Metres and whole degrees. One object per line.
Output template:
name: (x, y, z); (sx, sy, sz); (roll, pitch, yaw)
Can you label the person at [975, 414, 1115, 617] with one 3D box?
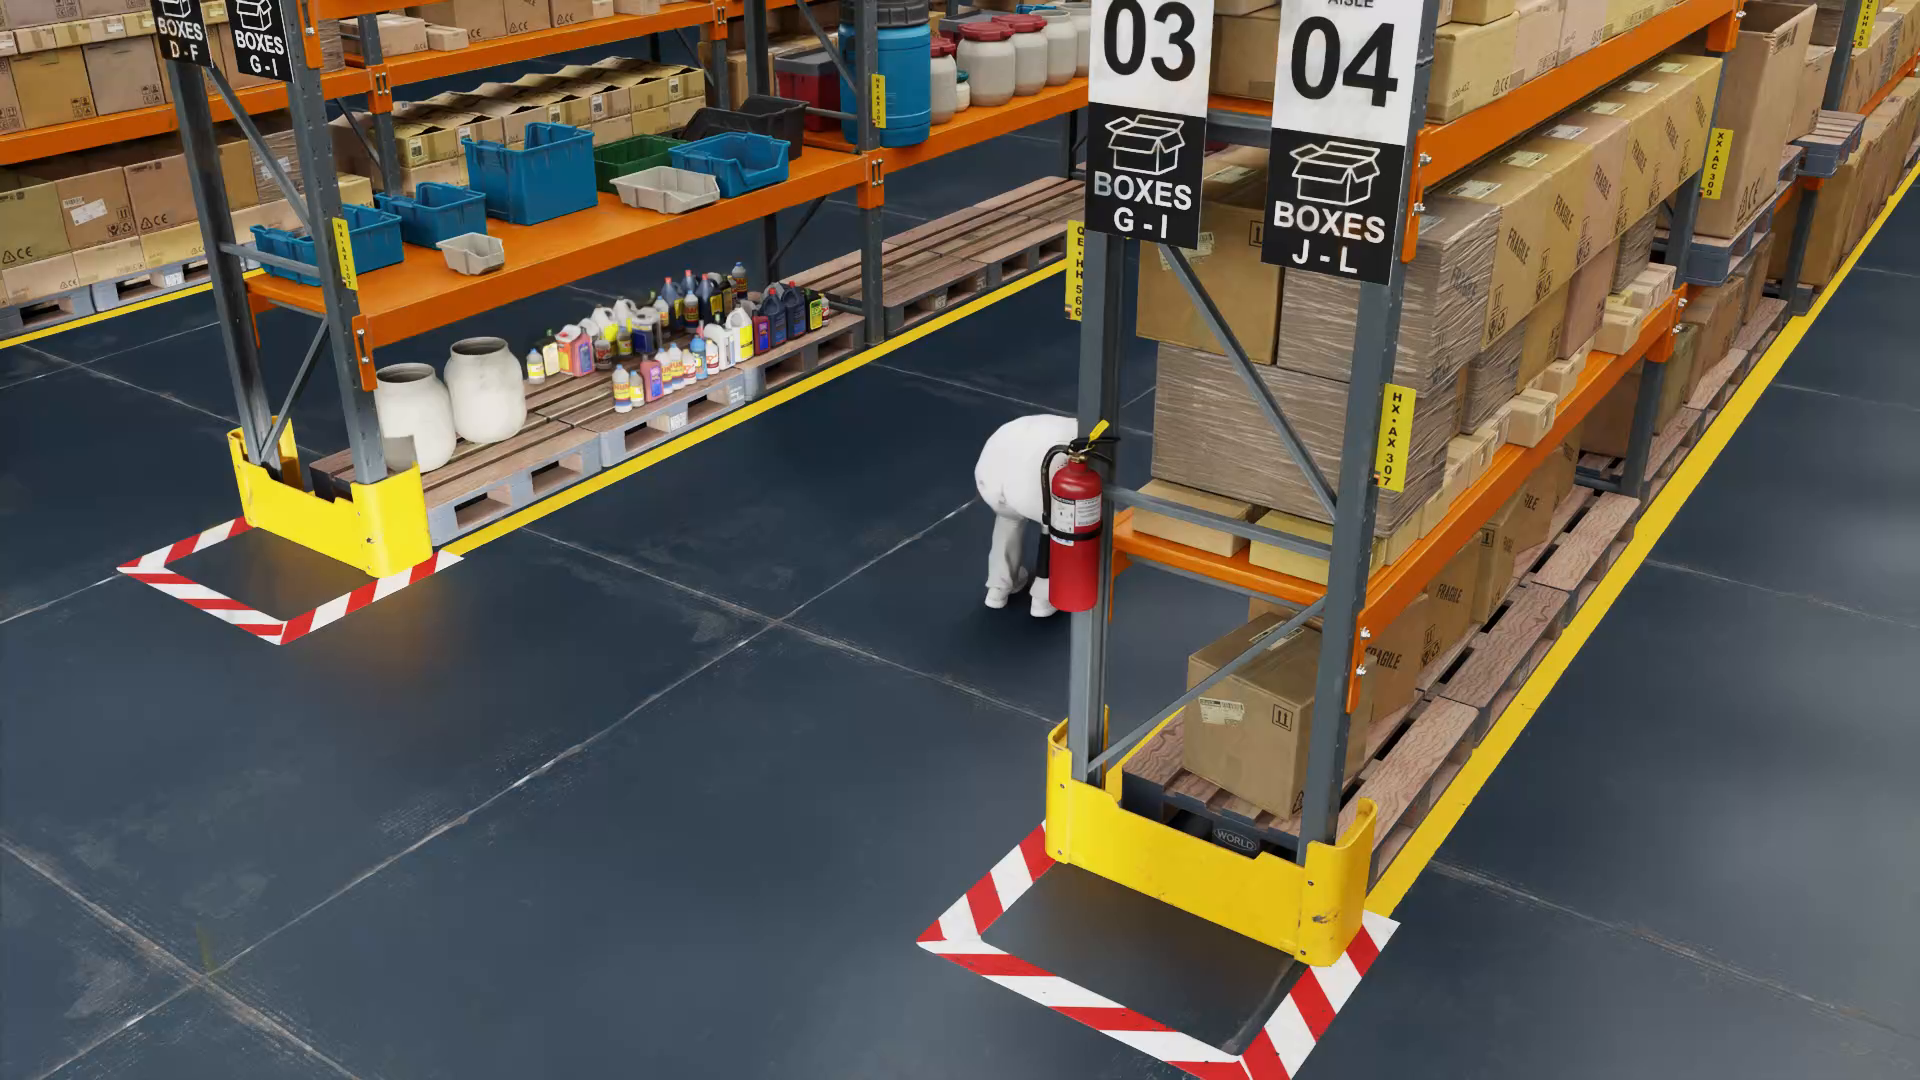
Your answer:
person: (0.428, -0.189, 7.928); (0.590, 0.952, 0.946); (16, 31, 28)
